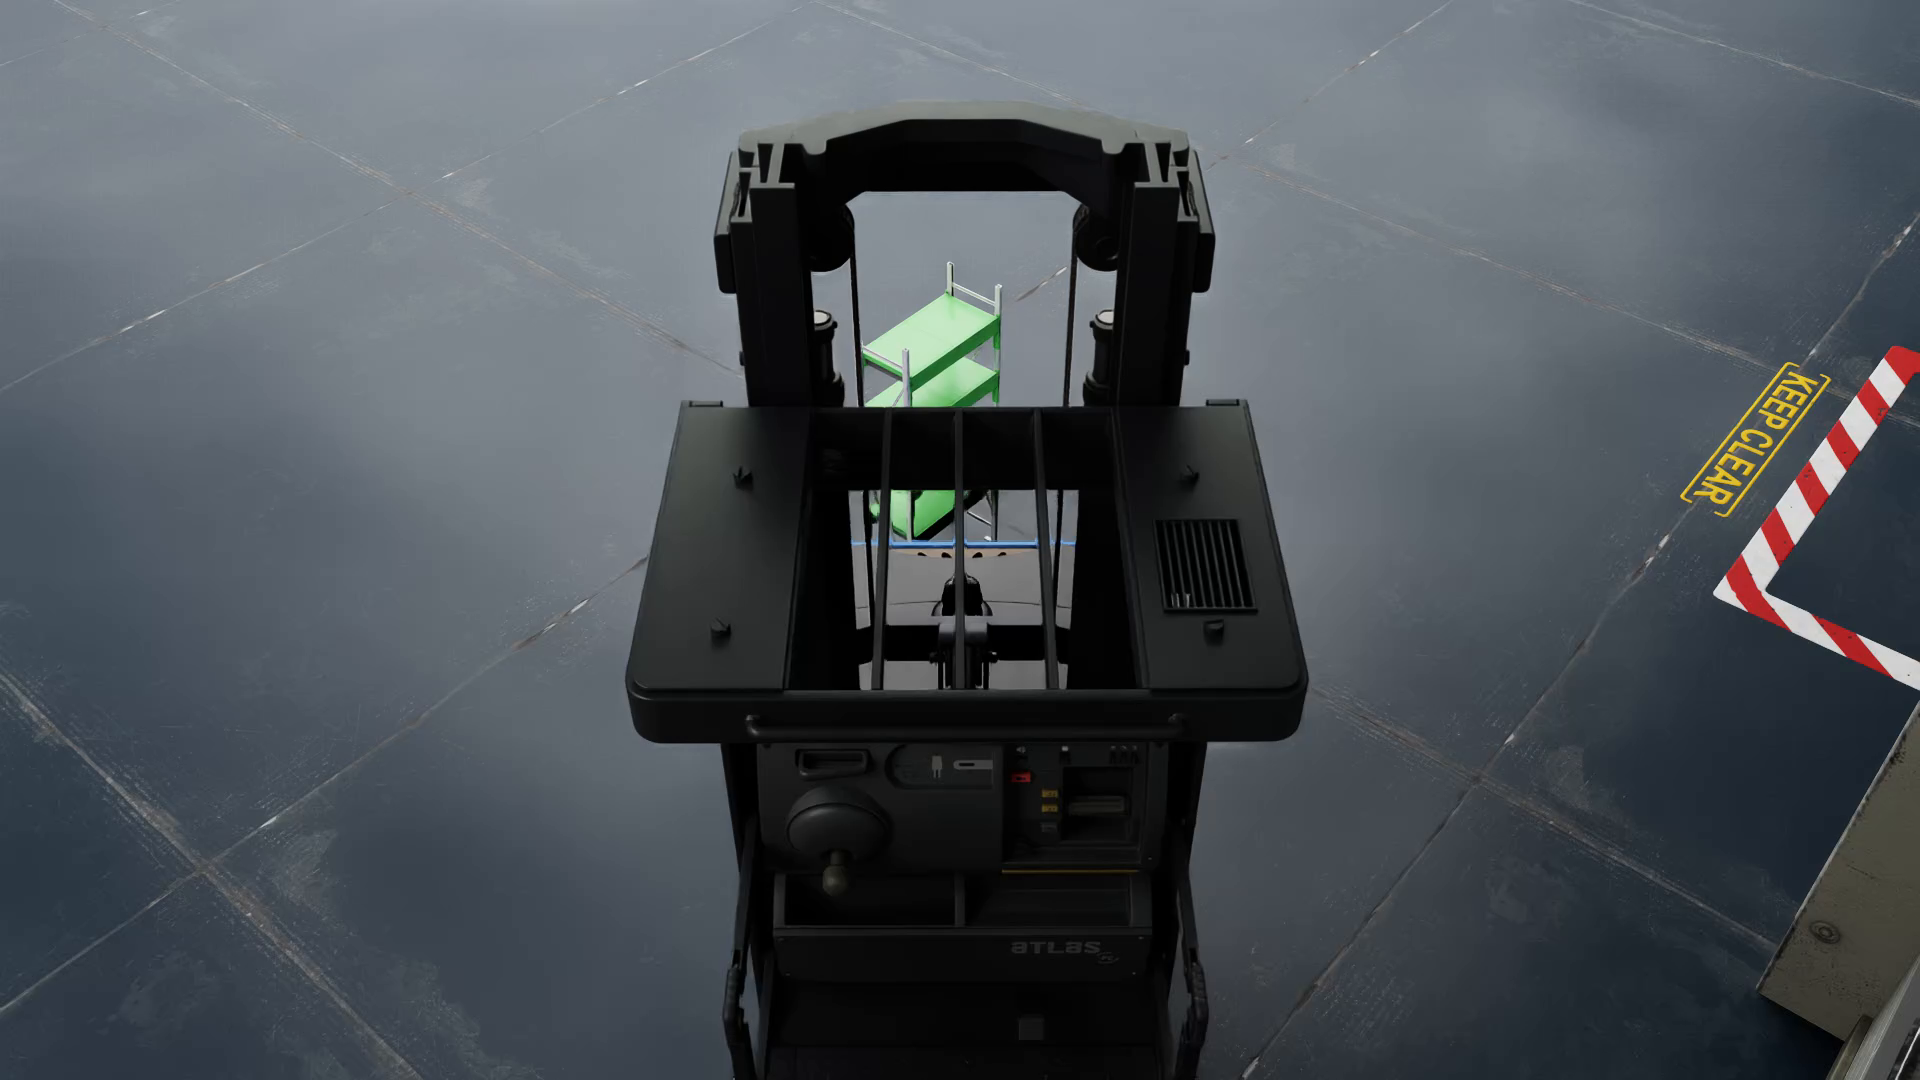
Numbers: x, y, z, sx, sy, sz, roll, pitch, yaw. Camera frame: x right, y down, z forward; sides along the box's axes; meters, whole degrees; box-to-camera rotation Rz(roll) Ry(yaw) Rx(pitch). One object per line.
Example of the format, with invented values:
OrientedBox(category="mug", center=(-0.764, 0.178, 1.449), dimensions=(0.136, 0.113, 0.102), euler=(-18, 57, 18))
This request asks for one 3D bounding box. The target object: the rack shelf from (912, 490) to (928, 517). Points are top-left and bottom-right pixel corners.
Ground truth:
OrientedBox(category="rack shelf", center=(-0.107, -0.311, 6.126), dimensions=(0.258, 0.148, 0.480), euler=(29, 50, 28))

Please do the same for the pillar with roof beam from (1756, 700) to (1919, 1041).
OrientedBox(category="pillar with roof beam", center=(-0.626, -3.857, 4.133), dimensions=(9.100, 9.000, 0.400), euler=(29, 50, 28))

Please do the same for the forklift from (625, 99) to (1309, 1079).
OrientedBox(category="forklift", center=(0.010, 0.696, 3.636), dimensions=(1.130, 2.935, 3.031), euler=(0, 42, 0))

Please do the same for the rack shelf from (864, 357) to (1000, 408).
OrientedBox(category="rack shelf", center=(-0.107, -0.489, 5.965), dimensions=(0.258, 0.148, 0.480), euler=(29, 50, 28))

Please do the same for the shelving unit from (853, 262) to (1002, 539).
OrientedBox(category="shelving unit", center=(-0.107, -0.359, 6.083), dimensions=(0.258, 1.200, 0.503), euler=(29, 50, 28))

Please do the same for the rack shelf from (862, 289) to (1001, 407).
OrientedBox(category="rack shelf", center=(-0.107, -0.667, 5.803), dimensions=(0.258, 0.148, 0.480), euler=(29, 50, 28))

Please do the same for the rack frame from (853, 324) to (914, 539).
OrientedBox(category="rack frame", center=(-0.264, -0.233, 5.945), dimensions=(0.240, 1.200, 0.015), euler=(29, 50, 28))

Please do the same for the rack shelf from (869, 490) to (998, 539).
OrientedBox(category="rack shelf", center=(-0.107, -0.134, 6.288), dimensions=(0.258, 0.148, 0.480), euler=(29, 50, 28))

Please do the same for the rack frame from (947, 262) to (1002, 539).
OrientedBox(category="rack frame", center=(0.050, -0.484, 6.221), dimensions=(0.240, 1.200, 0.015), euler=(29, 50, 28))
